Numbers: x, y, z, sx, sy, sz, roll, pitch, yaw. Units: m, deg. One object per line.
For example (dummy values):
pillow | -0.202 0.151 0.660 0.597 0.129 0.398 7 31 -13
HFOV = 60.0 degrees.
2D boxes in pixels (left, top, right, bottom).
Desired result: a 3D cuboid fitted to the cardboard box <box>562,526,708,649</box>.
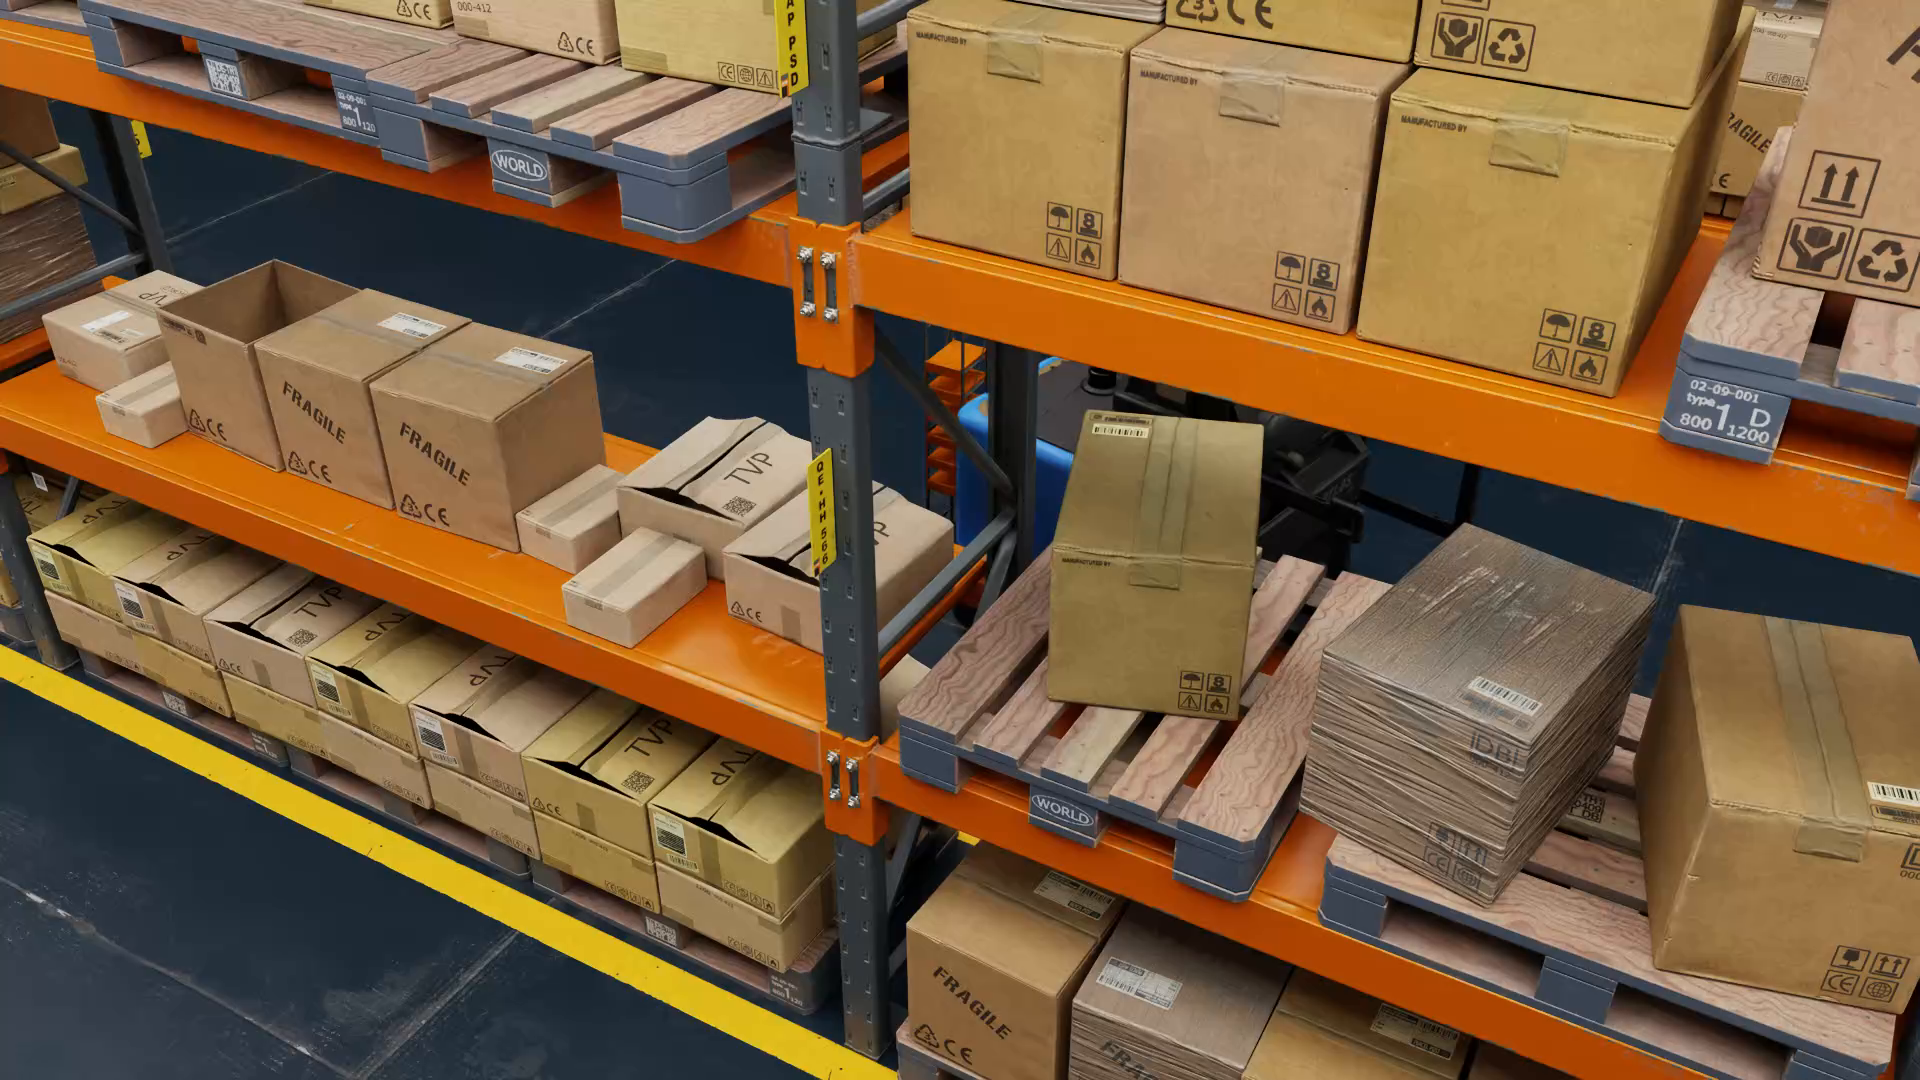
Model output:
cardboard box | -0.985 0.139 5.061 0.250 0.149 0.380 18 37 24

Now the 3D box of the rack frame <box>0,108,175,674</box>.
rack frame | -3.540 -0.951 6.471 0.127 3.000 1.000 18 37 24

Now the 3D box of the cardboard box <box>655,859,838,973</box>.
cardboard box | -0.645 1.092 5.506 0.500 0.250 0.500 19 38 25

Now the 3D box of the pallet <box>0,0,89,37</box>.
pallet | -2.768 -1.883 5.338 1.217 0.209 0.805 16 37 23

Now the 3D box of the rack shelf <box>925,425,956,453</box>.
rack shelf | -0.013 -0.466 7.448 0.180 0.103 0.258 18 37 24

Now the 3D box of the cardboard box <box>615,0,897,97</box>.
cardboard box | -0.489 -1.309 4.060 0.500 0.250 0.500 15 36 21

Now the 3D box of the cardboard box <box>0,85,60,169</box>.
cardboard box | -3.929 -1.651 6.263 0.500 0.500 0.700 18 38 25

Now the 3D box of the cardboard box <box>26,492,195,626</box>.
cardboard box | -3.305 0.019 6.611 0.500 0.311 0.500 18 38 25

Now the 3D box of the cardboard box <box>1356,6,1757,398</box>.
cardboard box | 1.222 -0.754 3.379 0.500 0.500 0.910 18 37 24

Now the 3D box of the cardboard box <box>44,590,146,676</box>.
cardboard box | -3.313 0.249 6.772 0.500 0.250 0.500 17 37 23

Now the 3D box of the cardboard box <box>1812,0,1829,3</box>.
cardboard box | 3.801 -2.435 7.647 0.500 0.250 0.500 17 37 23

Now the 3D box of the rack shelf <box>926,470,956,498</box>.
rack shelf | -0.013 -0.267 7.581 0.180 0.103 0.258 18 37 24

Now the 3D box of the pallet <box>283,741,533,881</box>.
pallet | -1.818 0.729 6.465 1.213 0.211 1.003 18 37 24

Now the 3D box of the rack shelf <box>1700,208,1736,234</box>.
rack shelf | 4.124 -1.386 7.774 4.000 0.370 1.077 18 37 24

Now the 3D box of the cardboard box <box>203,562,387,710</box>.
cardboard box | -2.423 0.301 6.188 0.500 0.311 0.500 16 37 23

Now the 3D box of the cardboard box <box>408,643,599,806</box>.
cardboard box | -1.536 0.580 5.769 0.500 0.311 0.500 17 37 24

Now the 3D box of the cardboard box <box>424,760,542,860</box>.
cardboard box | -1.530 0.812 5.926 0.500 0.250 0.500 18 38 25

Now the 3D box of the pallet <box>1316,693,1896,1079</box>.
pallet | 1.623 0.762 4.073 1.213 0.211 1.003 18 37 24

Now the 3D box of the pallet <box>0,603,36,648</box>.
pallet | -4.210 -0.029 7.603 1.213 0.211 1.003 18 37 24

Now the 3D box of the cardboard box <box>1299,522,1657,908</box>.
cardboard box | 1.235 0.395 3.981 0.500 0.500 0.700 25 41 33

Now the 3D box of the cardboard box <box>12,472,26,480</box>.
cardboard box | -4.481 -0.146 7.364 0.500 0.250 0.500 18 37 24

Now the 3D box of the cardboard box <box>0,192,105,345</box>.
cardboard box | -3.929 -1.111 6.622 0.500 0.500 0.700 17 37 23

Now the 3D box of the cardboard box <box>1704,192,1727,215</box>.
cardboard box | 3.471 -1.673 7.765 0.250 0.149 0.380 18 38 25

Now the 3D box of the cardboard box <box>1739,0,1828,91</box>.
cardboard box | 3.557 -2.189 7.278 0.500 0.250 0.500 18 38 25

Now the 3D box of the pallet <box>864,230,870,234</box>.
pallet | -0.409 -1.962 10.505 1.213 0.211 1.003 18 37 24

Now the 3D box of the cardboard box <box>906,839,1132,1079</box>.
cardboard box | 0.186 1.269 4.996 0.500 0.500 0.500 19 38 26

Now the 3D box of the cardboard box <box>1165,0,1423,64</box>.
cardboard box | 0.751 -1.294 3.288 0.500 0.500 0.500 18 37 24

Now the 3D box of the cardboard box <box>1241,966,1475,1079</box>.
cardboard box | 1.076 1.551 4.573 0.500 0.500 0.500 17 37 24

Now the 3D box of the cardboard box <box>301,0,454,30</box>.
cardboard box | -1.444 -1.608 4.508 0.500 0.250 0.500 17 37 23

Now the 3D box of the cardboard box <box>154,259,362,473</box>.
cardboard box | -2.424 -0.628 5.897 0.500 0.500 0.500 20 39 28

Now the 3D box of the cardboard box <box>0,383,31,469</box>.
cardboard box | -4.226 -0.705 7.528 0.500 0.500 0.500 18 37 24

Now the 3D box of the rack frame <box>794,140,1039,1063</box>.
rack frame | -0.067 0.149 4.820 0.127 3.000 1.000 18 37 24

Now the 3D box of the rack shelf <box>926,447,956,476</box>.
rack shelf | -0.013 -0.367 7.515 0.180 0.103 0.258 18 37 24

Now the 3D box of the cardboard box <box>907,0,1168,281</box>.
cardboard box | 0.328 -1.037 3.805 0.500 0.500 0.910 18 37 24

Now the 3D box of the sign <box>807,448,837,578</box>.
sign | -0.340 -0.065 4.096 0.005 0.325 0.100 18 37 24

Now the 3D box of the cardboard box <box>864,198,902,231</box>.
cardboard box | -0.438 -2.284 10.332 0.500 0.500 0.700 19 38 26

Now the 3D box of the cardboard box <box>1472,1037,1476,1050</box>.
cardboard box | 1.310 1.293 4.960 0.500 0.500 0.500 16 37 23

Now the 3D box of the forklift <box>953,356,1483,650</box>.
forklift | 1.406 -0.507 5.867 3.031 2.935 1.130 26 42 34

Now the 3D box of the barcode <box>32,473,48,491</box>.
barcode | -3.525 -0.223 6.370 0.075 0.075 0.001 18 37 24

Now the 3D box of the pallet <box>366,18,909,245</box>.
pallet | -0.701 -1.164 4.256 1.003 0.211 1.213 19 38 27

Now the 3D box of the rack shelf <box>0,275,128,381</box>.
rack shelf | -5.277 -1.201 7.497 4.000 0.370 1.077 18 37 24

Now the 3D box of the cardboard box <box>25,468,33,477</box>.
cardboard box | -4.224 -0.394 7.738 0.500 0.250 0.500 18 37 24

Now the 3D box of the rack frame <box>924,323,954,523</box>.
rack frame | -0.092 -0.529 7.461 0.006 1.200 0.240 18 37 24

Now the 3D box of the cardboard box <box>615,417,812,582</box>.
cardboard box | -0.748 -0.153 5.354 0.500 0.311 0.500 17 37 24

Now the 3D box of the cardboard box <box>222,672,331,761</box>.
cardboard box | -2.419 0.531 6.348 0.500 0.250 0.500 16 37 23

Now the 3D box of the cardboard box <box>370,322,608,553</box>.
cardboard box | -1.532 -0.346 5.473 0.500 0.500 0.500 16 37 22

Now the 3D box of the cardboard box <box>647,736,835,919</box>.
cardboard box | -0.644 0.860 5.348 0.500 0.311 0.500 19 38 26

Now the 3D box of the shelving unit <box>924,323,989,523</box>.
shelving unit | -0.013 -0.503 7.423 0.189 1.200 0.258 18 37 24

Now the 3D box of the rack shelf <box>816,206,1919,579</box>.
rack shelf | 1.669 -0.250 3.362 4.000 0.370 1.077 18 37 24

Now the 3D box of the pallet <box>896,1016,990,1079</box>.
pallet | 0.562 1.533 5.257 1.213 0.211 1.003 18 37 24
